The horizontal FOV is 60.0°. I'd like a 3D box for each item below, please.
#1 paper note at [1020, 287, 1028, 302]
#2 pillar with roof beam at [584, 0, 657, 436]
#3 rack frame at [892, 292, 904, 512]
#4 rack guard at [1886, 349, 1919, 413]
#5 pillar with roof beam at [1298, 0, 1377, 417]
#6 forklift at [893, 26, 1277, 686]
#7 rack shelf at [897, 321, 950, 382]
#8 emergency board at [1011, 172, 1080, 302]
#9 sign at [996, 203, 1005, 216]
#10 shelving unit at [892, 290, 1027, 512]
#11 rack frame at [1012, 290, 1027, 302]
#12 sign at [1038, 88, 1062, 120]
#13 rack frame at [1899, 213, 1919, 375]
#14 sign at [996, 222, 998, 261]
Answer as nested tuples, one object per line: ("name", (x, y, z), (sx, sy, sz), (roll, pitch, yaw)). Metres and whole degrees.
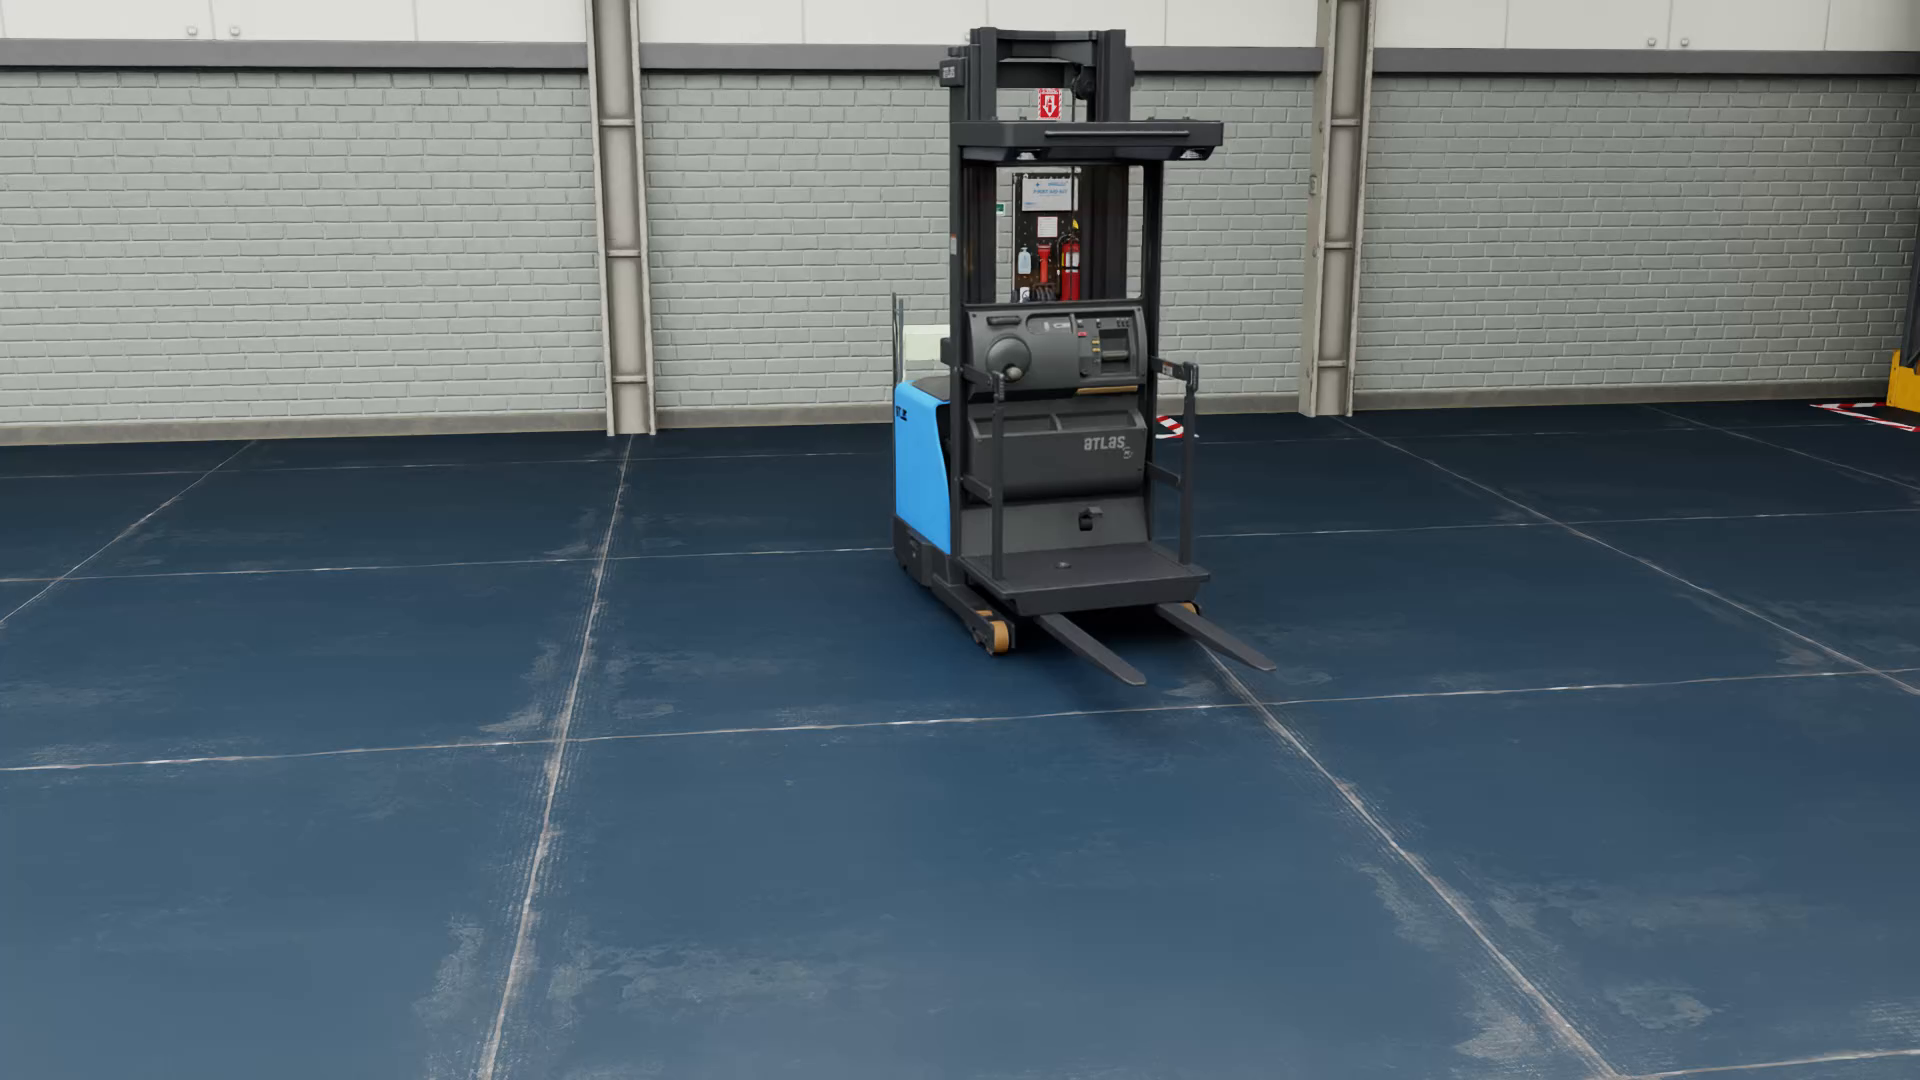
("paper note", (0.582, -2.071, 14.126), (0.142, 0.148, 0.016), (-2, 14, -8))
("pillar with roof beam", (-2.075, -4.226, 8.573), (0.400, 9.000, 9.100), (-2, 14, -8))
("rack frame", (-0.369, -0.714, 9.986), (0.023, 1.500, 0.400), (-2, 14, -8))
("rack guard", (8.662, -1.343, 14.550), (0.348, 0.500, 1.175), (-2, 14, -8))
("pillar with roof beam", (3.858, -4.443, 9.440), (0.400, 9.000, 9.100), (-2, 14, -8))
("forklift", (0.563, -0.979, 8.099), (1.130, 2.935, 3.031), (-5, 15, -18))
("rack shelf", (-0.007, -1.106, 9.943), (0.720, 0.370, 0.431), (-2, 14, -8))
("emergency board", (0.767, -2.488, 13.978), (0.643, 1.169, 0.194), (-2, 14, -8))
("sign", (0.211, -2.766, 13.920), (0.331, 0.109, 0.001), (-2, 14, -8))
("shelving unit", (-0.007, -0.727, 10.038), (0.755, 1.500, 0.431), (-2, 14, -8))
("rack frame", (0.355, -0.740, 10.091), (0.023, 1.500, 0.400), (-2, 14, -8))
("sign", (0.745, -3.637, 13.790), (0.199, 0.298, 0.001), (-2, 14, -8))
("rack frame", (8.586, -2.553, 14.235), (0.127, 3.000, 1.000), (-2, 14, -8))
("sign", (0.205, -2.511, 13.993), (0.234, 0.329, 0.001), (-2, 14, -8))
